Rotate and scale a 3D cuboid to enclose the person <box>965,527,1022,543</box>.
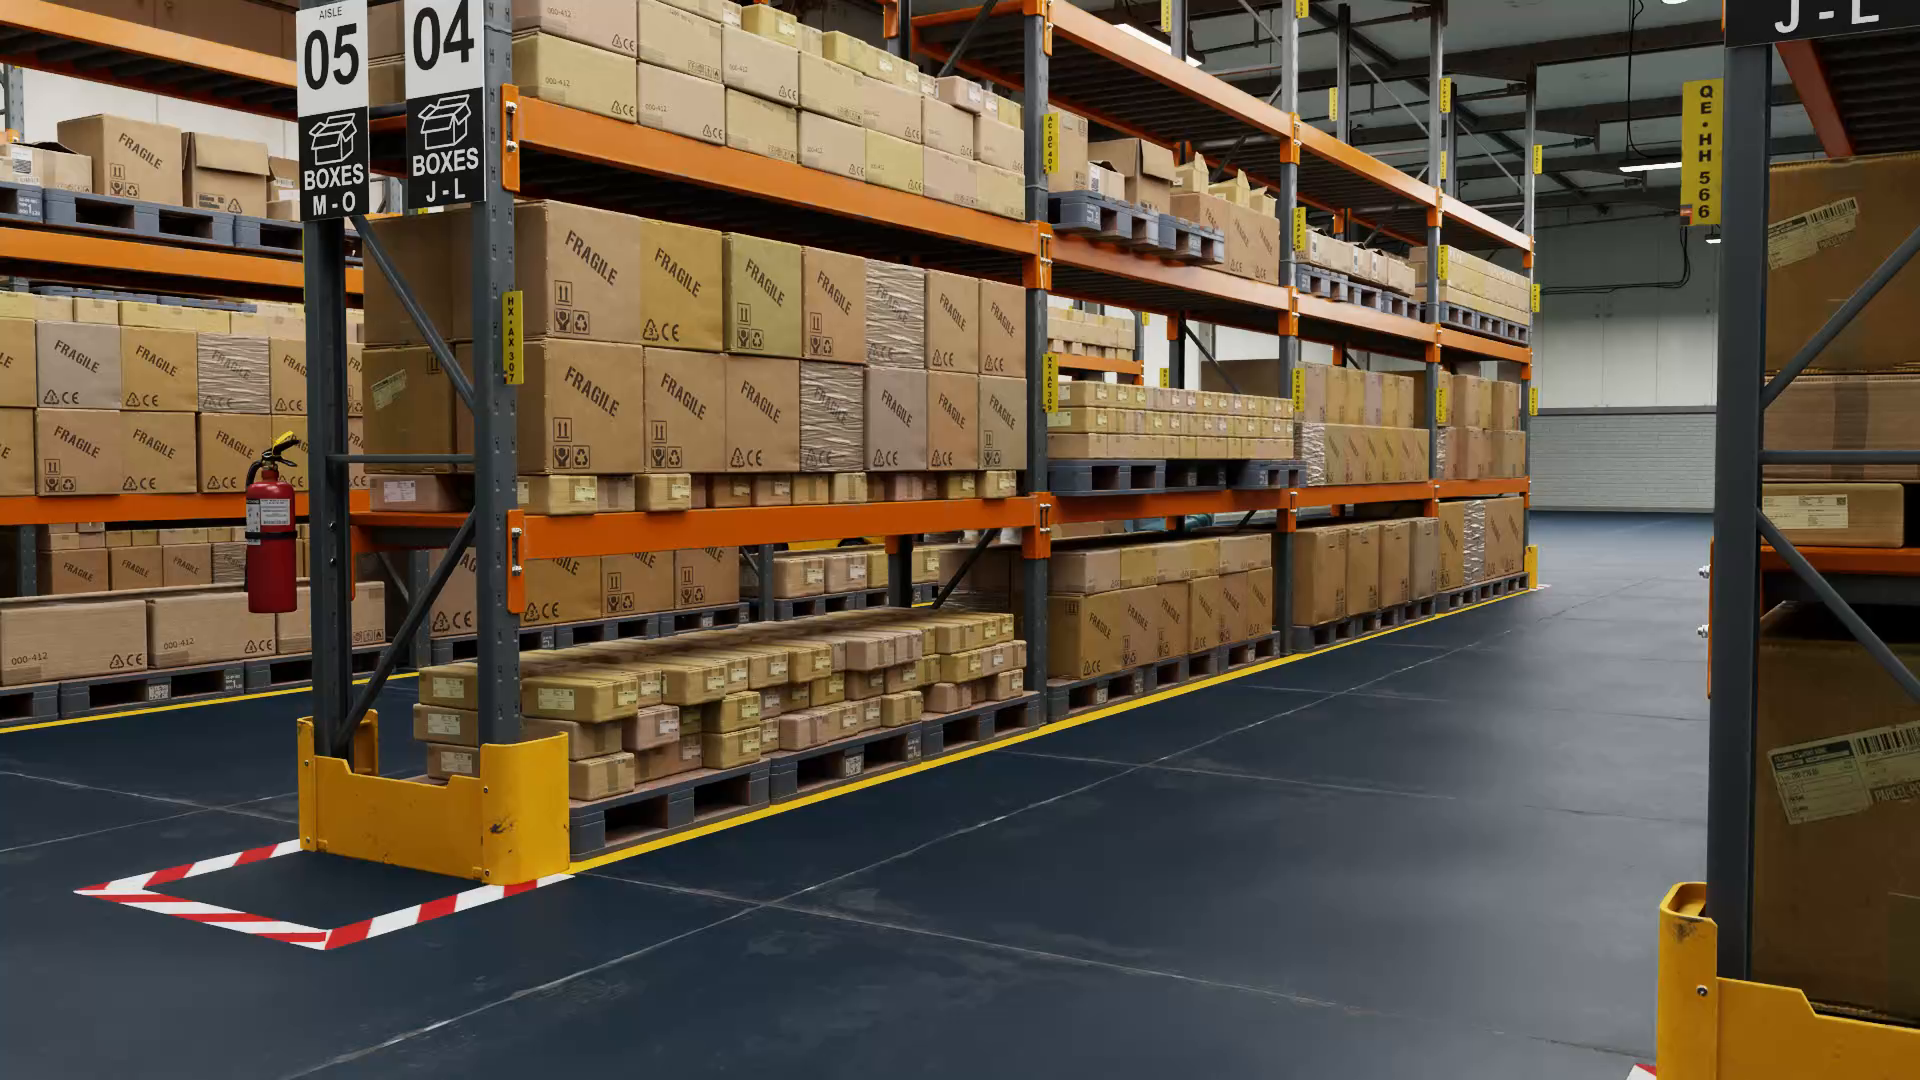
[{"bbox_3d":[0.290,0.087,12.929,0.549,1.608,0.717,2,3,30],"label":"person"}]
